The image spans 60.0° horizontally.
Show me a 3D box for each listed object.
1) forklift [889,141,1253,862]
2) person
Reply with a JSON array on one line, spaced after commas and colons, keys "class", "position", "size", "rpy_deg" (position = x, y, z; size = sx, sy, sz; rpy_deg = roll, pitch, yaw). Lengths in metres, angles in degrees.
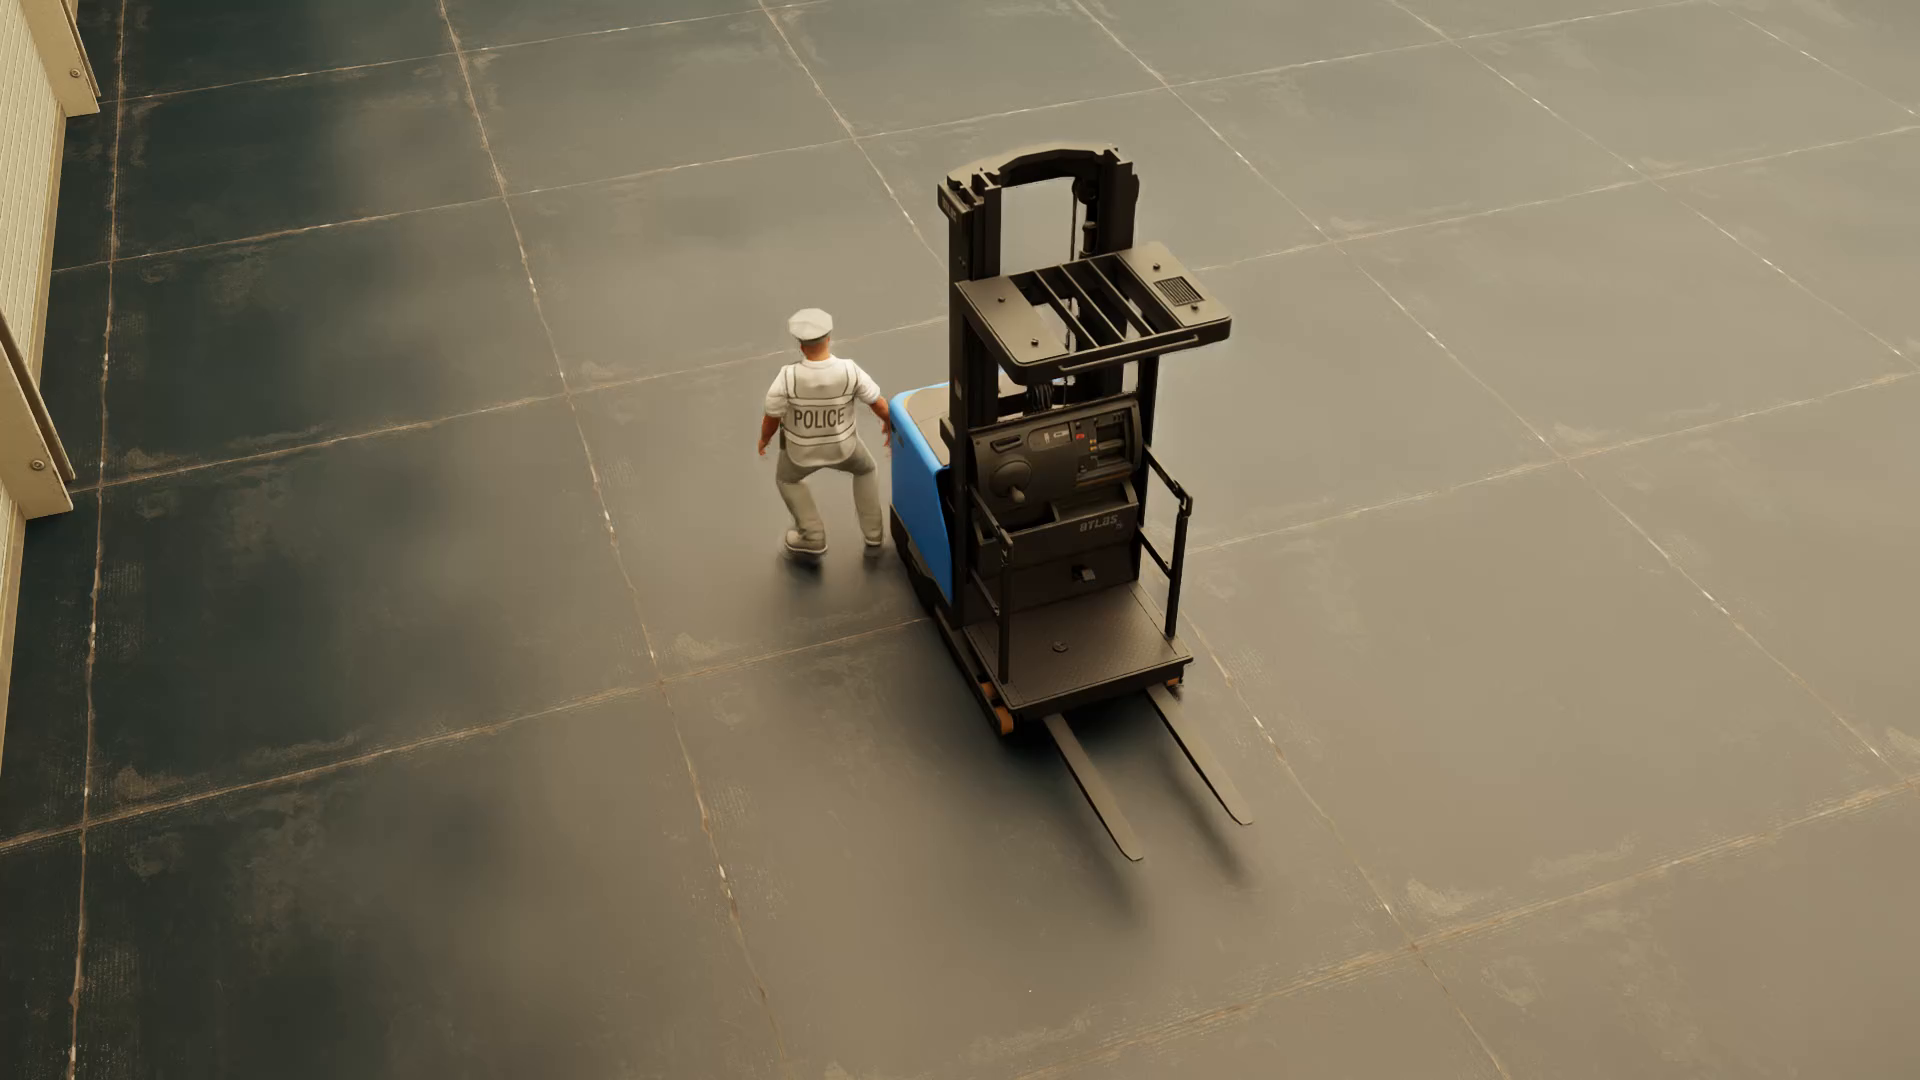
[{"class": "forklift", "position": [0.589, -0.375, 8.443], "size": [1.130, 2.935, 3.031], "rpy_deg": [-14, 42, -16]}, {"class": "person", "position": [-0.775, -0.596, 9.735], "size": [0.823, 1.723, 0.454], "rpy_deg": [-5, 40, -7]}]
